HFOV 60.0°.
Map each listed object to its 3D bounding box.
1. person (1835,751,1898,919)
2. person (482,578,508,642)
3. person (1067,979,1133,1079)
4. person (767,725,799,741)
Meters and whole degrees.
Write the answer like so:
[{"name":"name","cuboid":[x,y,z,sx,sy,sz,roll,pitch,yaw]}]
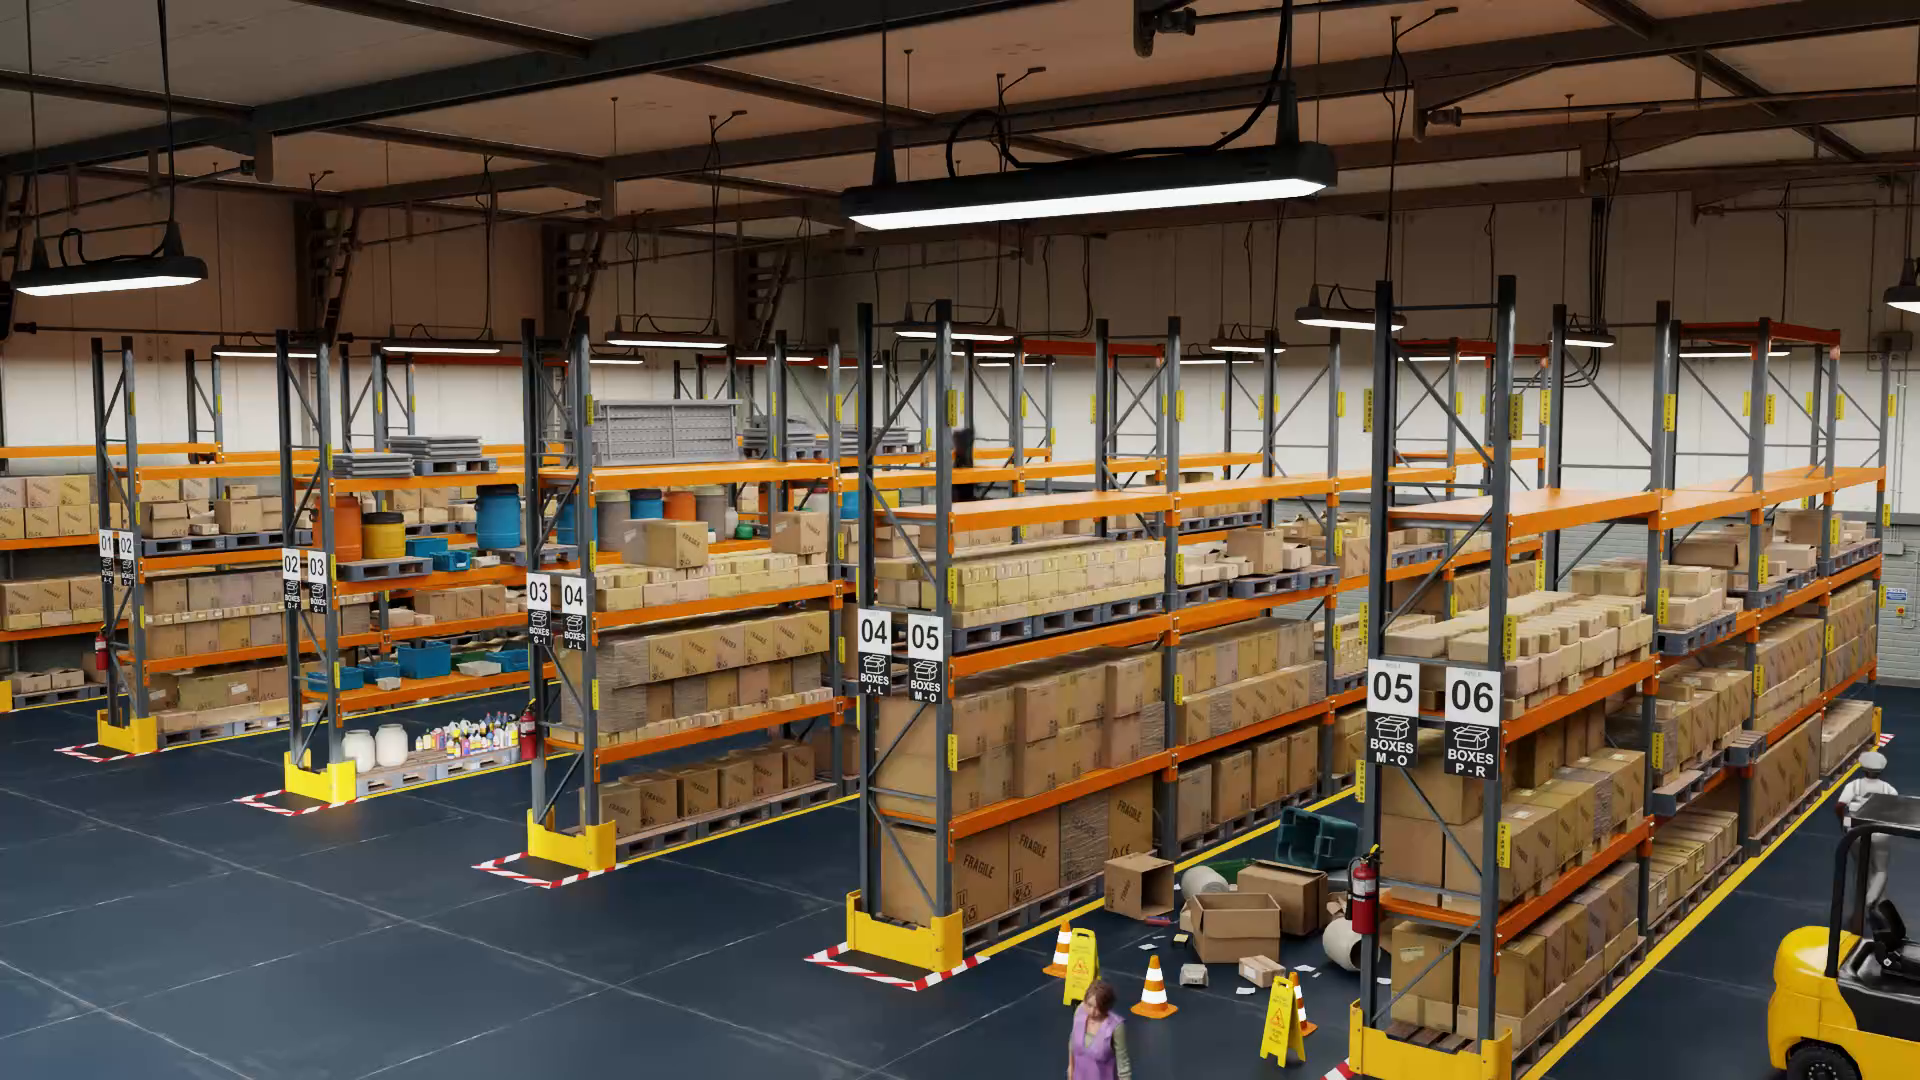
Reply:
[{"name":"person","cuboid":[8.919,2.902,16.322,0.575,1.666,0.866,3,6,35]},{"name":"person","cuboid":[-9.223,1.458,32.952,0.598,1.718,0.685,2,5,22]},{"name":"person","cuboid":[0.883,3.539,10.617,0.668,1.408,0.580,4,6,36]},{"name":"person","cuboid":[-2.478,2.333,23.458,0.575,1.622,0.571,3,6,33]}]
